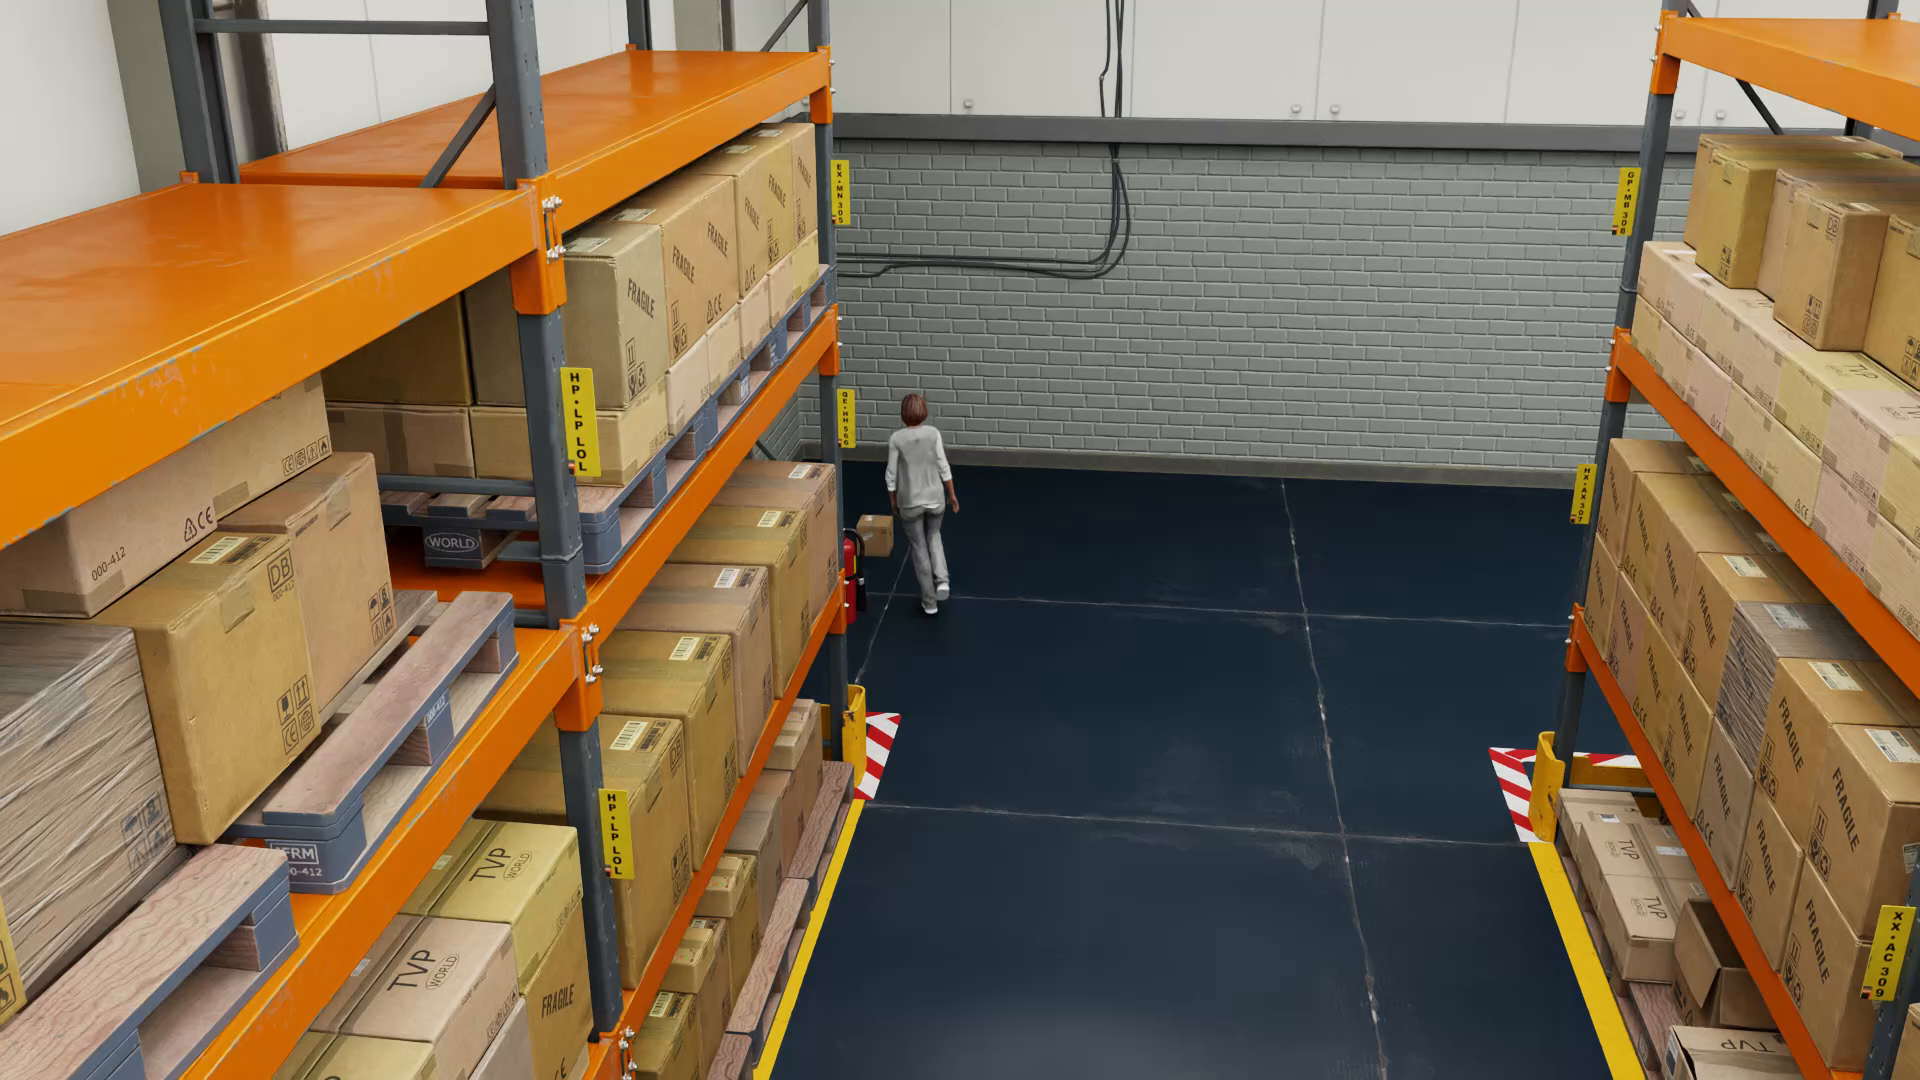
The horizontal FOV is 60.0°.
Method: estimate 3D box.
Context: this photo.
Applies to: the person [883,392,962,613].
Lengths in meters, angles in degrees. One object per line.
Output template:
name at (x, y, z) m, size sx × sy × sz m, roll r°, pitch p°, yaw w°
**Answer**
person at (-0.252, -0.273, 11.748) m, size 0.543 × 1.584 × 0.454 m, roll -8°, pitch 23°, yaw -19°
